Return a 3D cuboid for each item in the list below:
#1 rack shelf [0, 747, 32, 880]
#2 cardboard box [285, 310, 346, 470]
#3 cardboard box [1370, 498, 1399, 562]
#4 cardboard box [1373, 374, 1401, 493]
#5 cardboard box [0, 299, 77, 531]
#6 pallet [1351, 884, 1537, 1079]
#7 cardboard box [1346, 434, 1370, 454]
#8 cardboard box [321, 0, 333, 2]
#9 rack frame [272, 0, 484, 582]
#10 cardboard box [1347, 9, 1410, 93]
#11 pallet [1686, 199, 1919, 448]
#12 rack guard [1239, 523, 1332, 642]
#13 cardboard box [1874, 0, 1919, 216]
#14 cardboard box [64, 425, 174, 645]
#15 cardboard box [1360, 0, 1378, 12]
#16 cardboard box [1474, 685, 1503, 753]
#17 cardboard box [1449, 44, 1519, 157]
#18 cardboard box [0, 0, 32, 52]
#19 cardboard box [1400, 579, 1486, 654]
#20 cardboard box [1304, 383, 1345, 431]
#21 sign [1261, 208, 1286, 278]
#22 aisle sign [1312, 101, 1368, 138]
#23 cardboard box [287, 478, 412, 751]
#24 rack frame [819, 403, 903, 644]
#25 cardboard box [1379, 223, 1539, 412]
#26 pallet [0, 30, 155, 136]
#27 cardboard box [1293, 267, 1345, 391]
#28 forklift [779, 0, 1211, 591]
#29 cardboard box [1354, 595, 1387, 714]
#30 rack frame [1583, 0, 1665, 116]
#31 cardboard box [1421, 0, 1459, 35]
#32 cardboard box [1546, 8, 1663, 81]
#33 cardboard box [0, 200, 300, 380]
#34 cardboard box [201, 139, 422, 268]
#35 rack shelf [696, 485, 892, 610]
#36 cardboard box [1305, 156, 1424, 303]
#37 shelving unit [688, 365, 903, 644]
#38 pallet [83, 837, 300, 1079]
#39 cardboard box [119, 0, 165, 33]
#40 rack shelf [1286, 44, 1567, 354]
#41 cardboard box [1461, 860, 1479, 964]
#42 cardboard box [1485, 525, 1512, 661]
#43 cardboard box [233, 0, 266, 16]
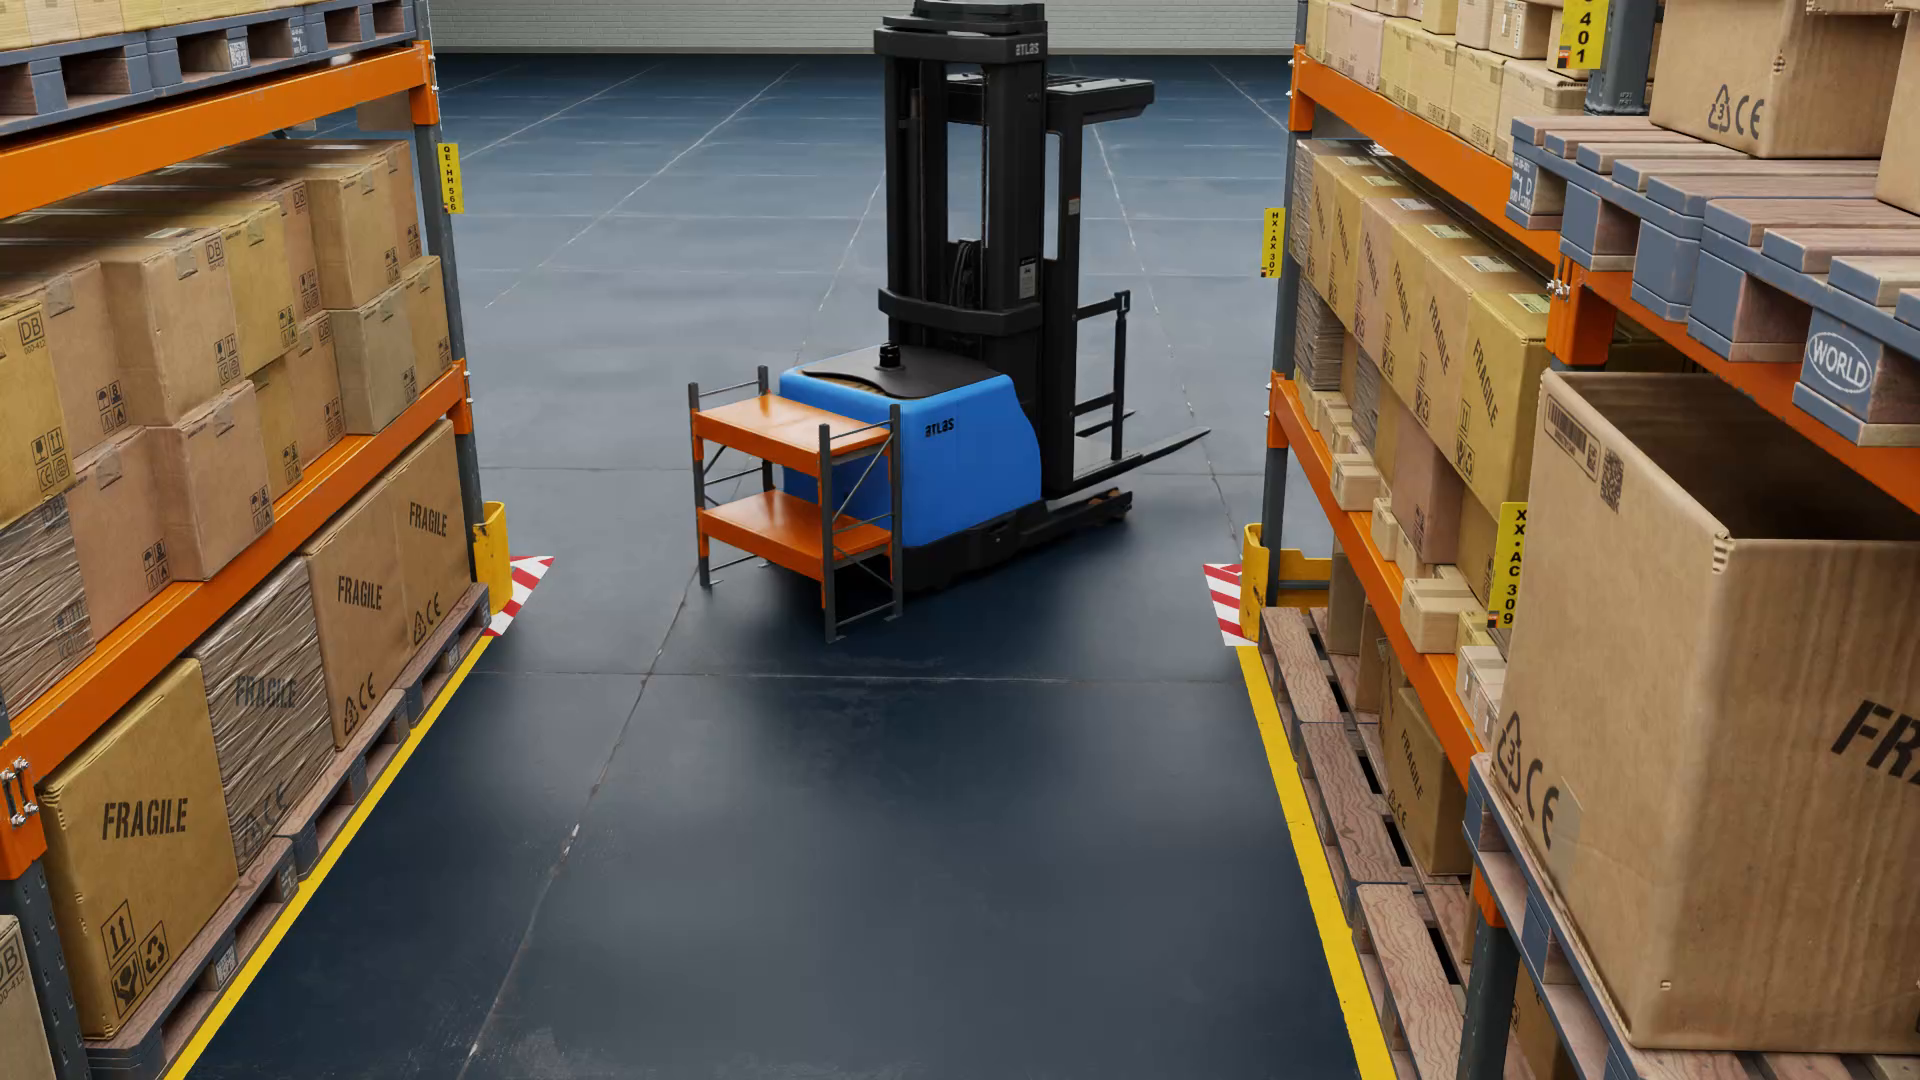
[{"bbox_3d":[-3.131,1.438,2.671,1.077,0.370,4.000,1,21,2],"label":"rack shelf"},{"bbox_3d":[-3.052,-0.602,6.727,0.875,0.550,0.550,1,21,2],"label":"cardboard box"},{"bbox_3d":[1.658,-0.036,5.822,0.380,0.149,0.250,1,21,2],"label":"cardboard box"},{"bbox_3d":[1.981,-0.420,5.914,0.875,0.500,0.500,1,21,2],"label":"cardboard box"},{"bbox_3d":[-3.024,-0.327,4.525,0.875,0.550,0.550,1,21,2],"label":"cardboard box"},{"bbox_3d":[1.870,1.527,5.301,1.003,0.211,1.213,1,21,2],"label":"pallet"},{"bbox_3d":[1.728,-0.306,6.519,0.380,0.149,0.250,1,21,2],"label":"cardboard box"},{"bbox_3d":[-2.644,-2.191,6.512,0.380,0.149,0.250,1,21,2],"label":"cardboard box"},{"bbox_3d":[-2.948,-1.067,8.132,1.000,3.000,0.127,1,21,2],"label":"rack frame"},{"bbox_3d":[1.705,-1.768,5.998,0.500,0.250,0.500,1,21,1],"label":"cardboard box"},{"bbox_3d":[1.731,-0.244,2.123,1.213,0.211,1.003,1,21,2],"label":"pallet"},{"bbox_3d":[2.004,0.217,8.279,1.175,0.500,0.348,1,21,2],"label":"rack guard"},{"bbox_3d":[1.743,-0.663,2.220,0.797,0.503,0.637,1,21,4],"label":"cardboard box"},{"bbox_3d":[-3.077,-0.023,5.235,0.875,0.550,0.550,1,21,2],"label":"cardboard box"},{"bbox_3d":[1.687,-2.023,6.104,0.380,0.149,0.250,1,21,1],"label":"cardboard box"},{"bbox_3d":[1.597,0.506,4.424,0.380,0.149,0.250,1,21,2],"label":"cardboard box"},{"bbox_3d":[1.664,-1.215,4.573,0.500,0.250,0.500,1,21,3],"label":"cardboard box"},{"bbox_3d":[-2.713,-1.366,4.385,0.380,0.149,0.250,1,21,2],"label":"cardboard box"},{"bbox_3d":[1.578,0.235,5.124,0.380,0.149,0.250,1,21,2],"label":"cardboard box"},{"bbox_3d":[1.710,-0.578,7.219,0.380,0.149,0.250,1,21,2],"label":"cardboard box"},{"bbox_3d":[1.464,-1.385,7.756,0.100,0.325,0.005,1,21,2],"label":"sign"},{"bbox_3d":[1.708,-2.214,7.494,0.394,0.787,0.004,1,21,2],"label":"aisle sign"},{"bbox_3d":[-2.928,0.292,6.987,0.875,0.875,0.875,0,21,1],"label":"cardboard box"},{"bbox_3d":[-0.479,-0.078,8.176,0.032,1.125,0.500,20,29,41],"label":"rack frame"},{"bbox_3d":[1.653,-0.708,5.276,0.500,0.500,0.500,1,21,2],"label":"cardboard box"},{"bbox_3d":[-3.035,-1.274,4.641,1.003,0.211,1.213,1,21,2],"label":"pallet"},{"bbox_3d":[1.962,-0.963,7.314,0.875,0.500,0.500,1,21,2],"label":"cardboard box"},{"bbox_3d":[0.372,-1.551,9.474,1.130,2.935,3.031,18,27,38],"label":"forklift"},{"bbox_3d":[1.987,0.436,7.134,0.500,0.500,0.500,6,22,16],"label":"cardboard box"},{"bbox_3d":[1.885,-2.327,3.085,1.000,3.000,0.127,1,21,2],"label":"rack frame"},{"bbox_3d":[1.641,-1.641,5.122,0.380,0.149,0.250,2,21,4],"label":"cardboard box"},{"bbox_3d":[1.606,-1.165,3.894,0.380,0.149,0.250,1,21,3],"label":"cardboard box"},{"bbox_3d":[-2.962,-0.913,6.035,0.875,0.550,0.500,1,21,2],"label":"cardboard box"},{"bbox_3d":[-2.998,-1.507,7.565,0.875,0.550,0.550,1,21,2],"label":"cardboard box"},{"bbox_3d":[-0.841,0.021,8.597,1.000,0.278,0.538,20,29,41],"label":"rack shelf"},{"bbox_3d":[1.695,-1.251,6.674,0.500,0.500,0.500,1,21,2],"label":"cardboard box"},{"bbox_3d":[-0.841,-0.207,8.508,1.048,1.125,0.538,20,29,41],"label":"shelving unit"},{"bbox_3d":[-2.969,1.405,5.616,1.003,0.211,1.213,1,21,2],"label":"pallet"},{"bbox_3d":[-2.690,-1.640,5.092,0.380,0.149,0.250,0,21,1],"label":"cardboard box"},{"bbox_3d":[1.945,-1.316,5.621,1.077,0.370,4.000,1,21,2],"label":"rack shelf"},{"bbox_3d":[1.947,1.088,5.452,0.500,0.500,0.500,8,22,19],"label":"cardboard box"},{"bbox_3d":[1.960,0.123,4.516,0.875,0.500,0.500,1,21,2],"label":"cardboard box"},{"bbox_3d":[-2.667,-1.915,5.801,0.380,0.149,0.250,1,21,2],"label":"cardboard box"}]
